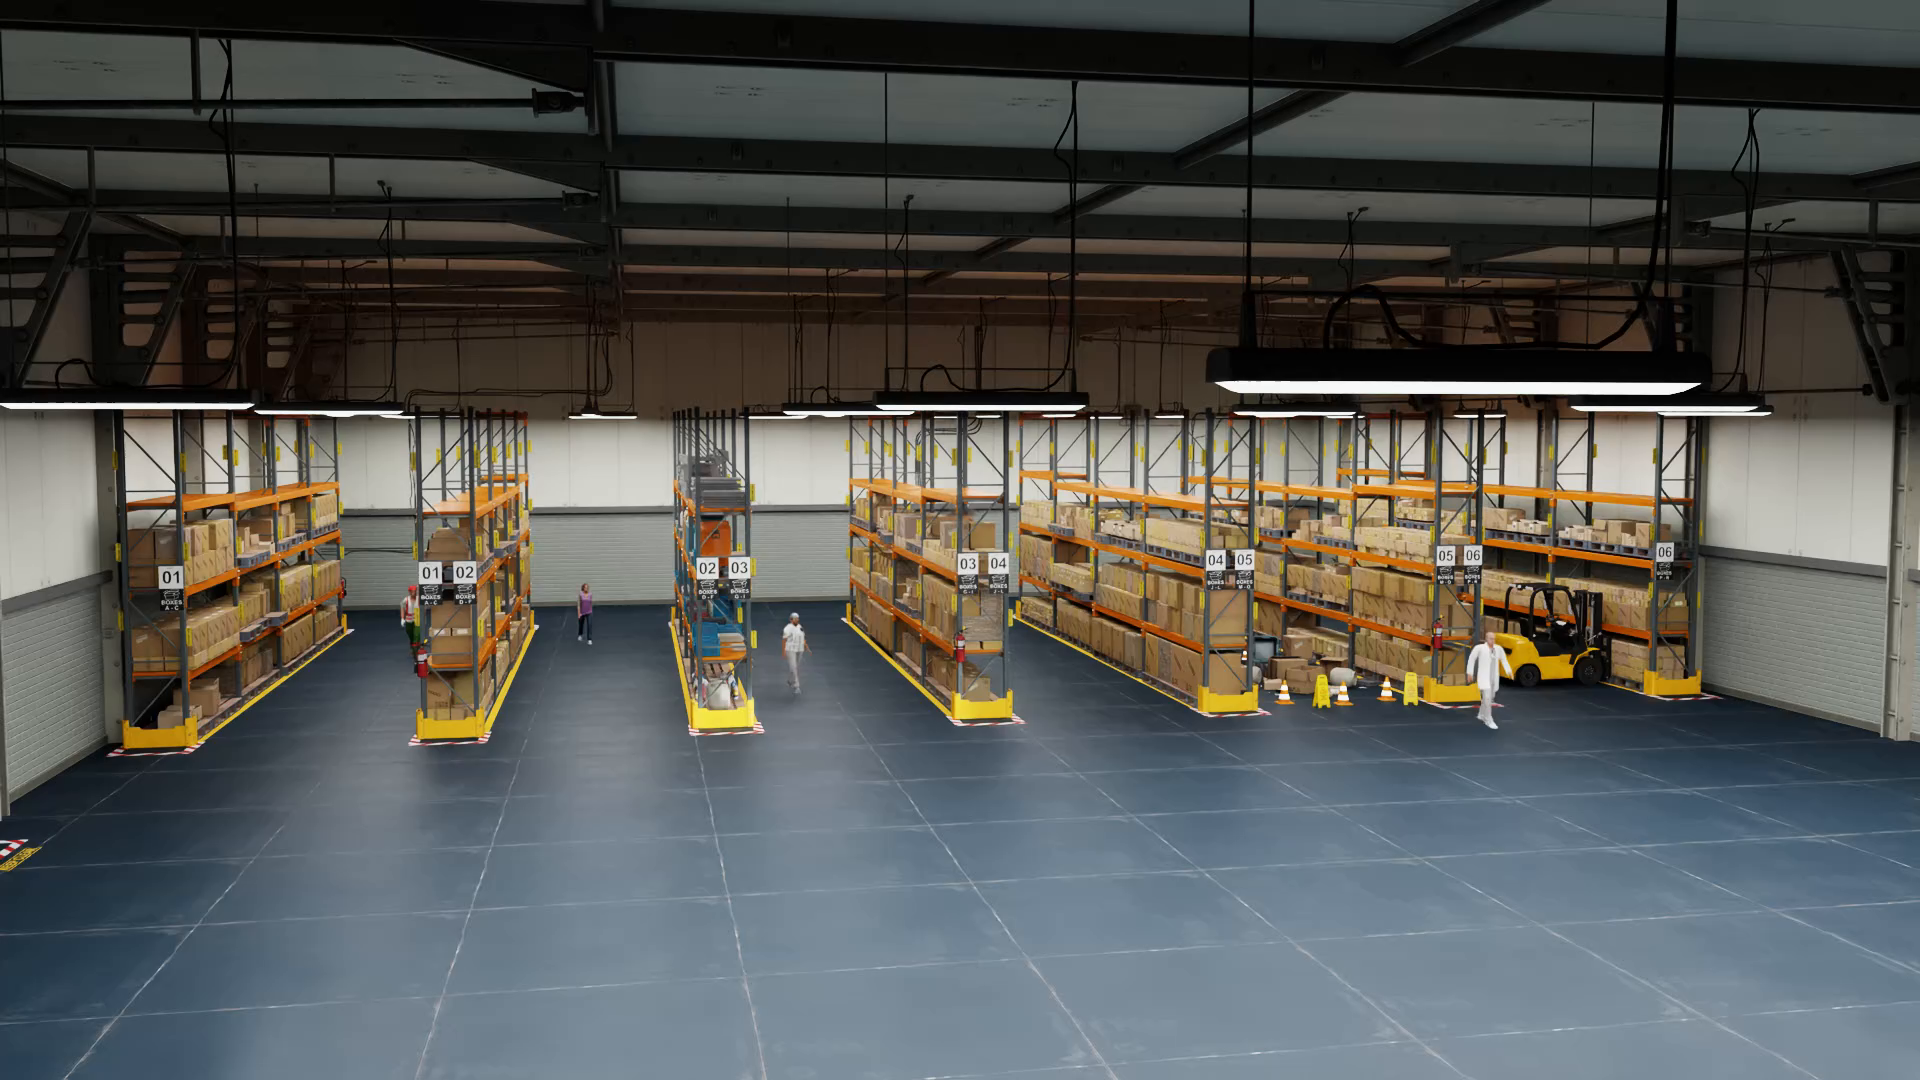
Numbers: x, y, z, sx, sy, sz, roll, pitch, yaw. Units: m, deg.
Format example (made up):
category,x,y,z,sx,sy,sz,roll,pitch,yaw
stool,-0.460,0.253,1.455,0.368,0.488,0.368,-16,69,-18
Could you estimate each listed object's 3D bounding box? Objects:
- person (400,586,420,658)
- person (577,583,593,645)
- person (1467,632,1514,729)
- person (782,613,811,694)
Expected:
category,x,y,z,sx,sy,sz,roll,pitch,yaw
person,-13.288,1.968,40.326,0.514,1.725,1.067,-1,4,-9
person,-9.652,1.900,42.779,0.412,1.525,0.888,-1,4,-20
person,9.983,2.672,31.397,0.722,1.685,0.771,-1,4,-14
person,-3.494,2.389,35.436,0.566,1.668,0.885,-3,5,-37
